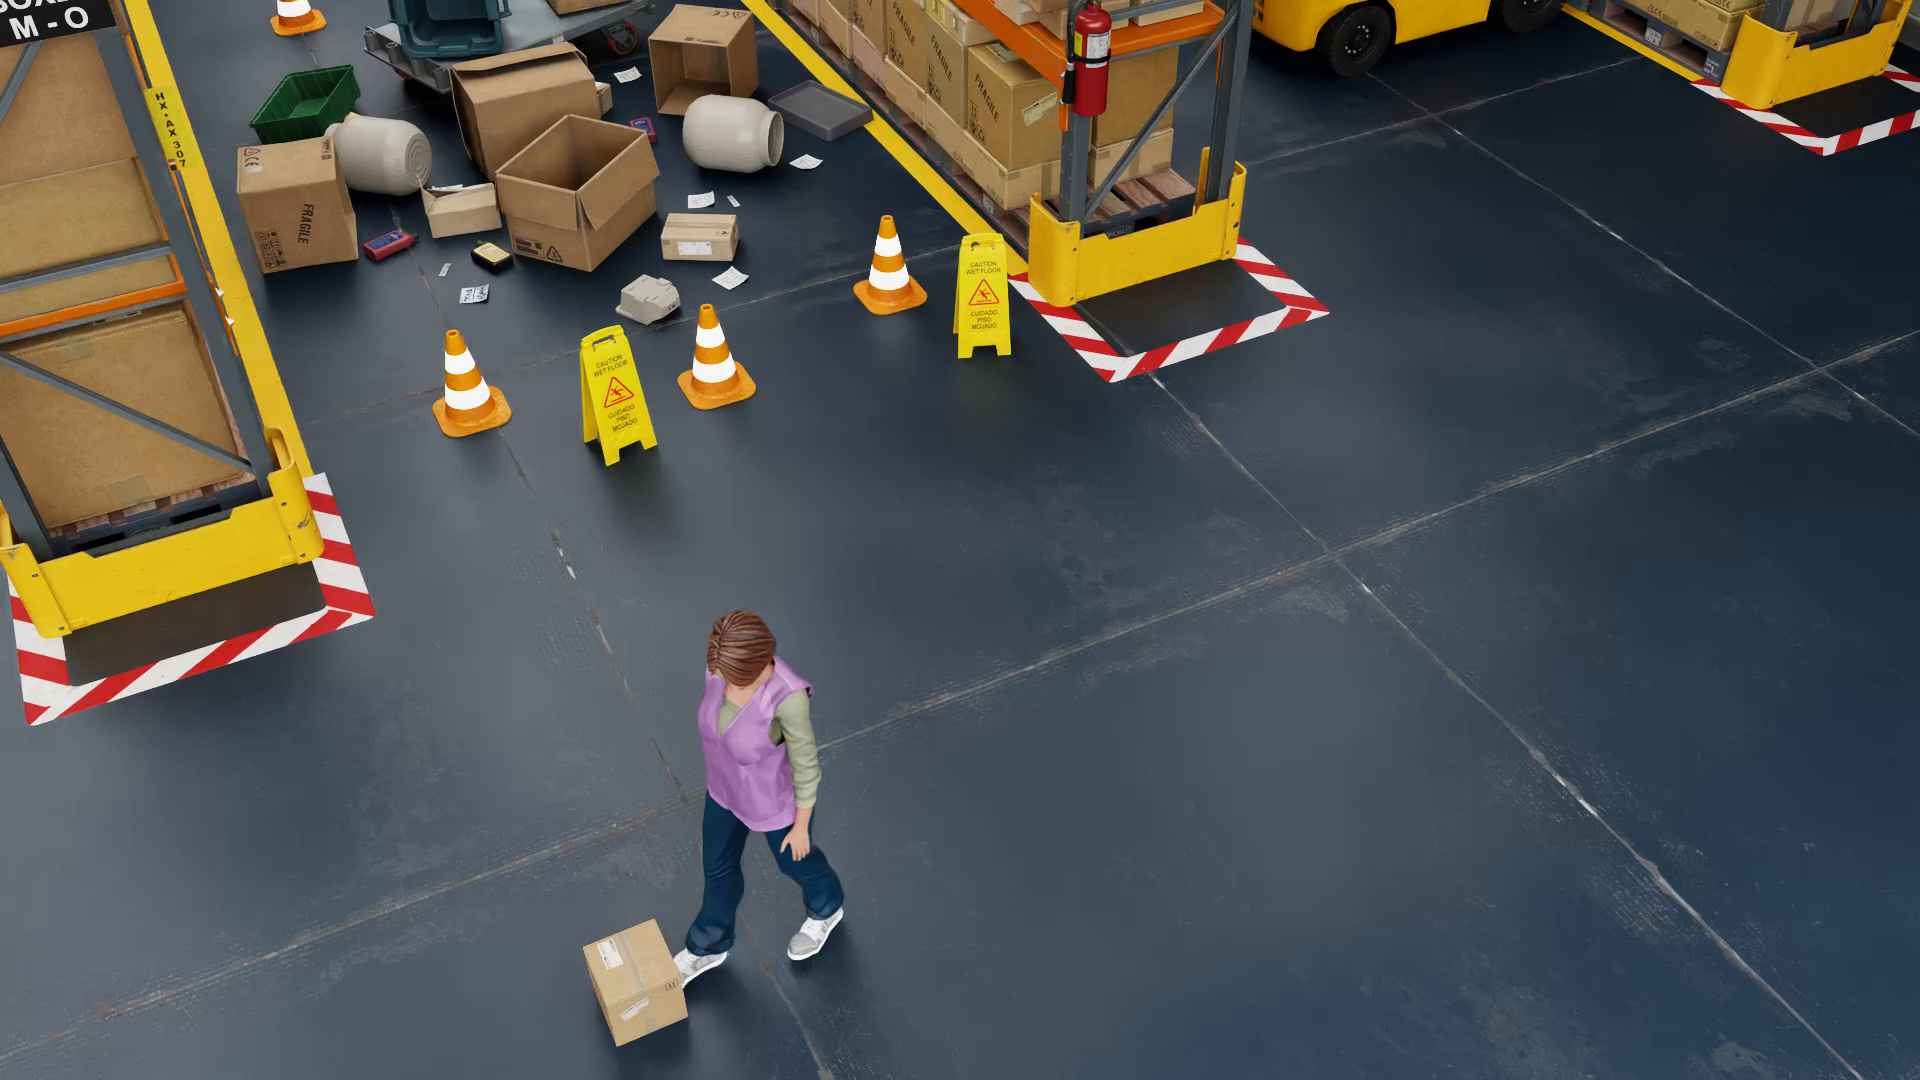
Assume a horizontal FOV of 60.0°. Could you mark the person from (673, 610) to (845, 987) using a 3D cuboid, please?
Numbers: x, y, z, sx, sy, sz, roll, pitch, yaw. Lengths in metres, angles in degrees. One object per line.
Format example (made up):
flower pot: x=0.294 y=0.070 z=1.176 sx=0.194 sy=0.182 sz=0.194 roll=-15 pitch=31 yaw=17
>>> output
person: x=-0.679 y=0.848 z=5.199 sx=0.455 sy=1.579 sz=0.671 roll=30 pitch=50 yaw=29
